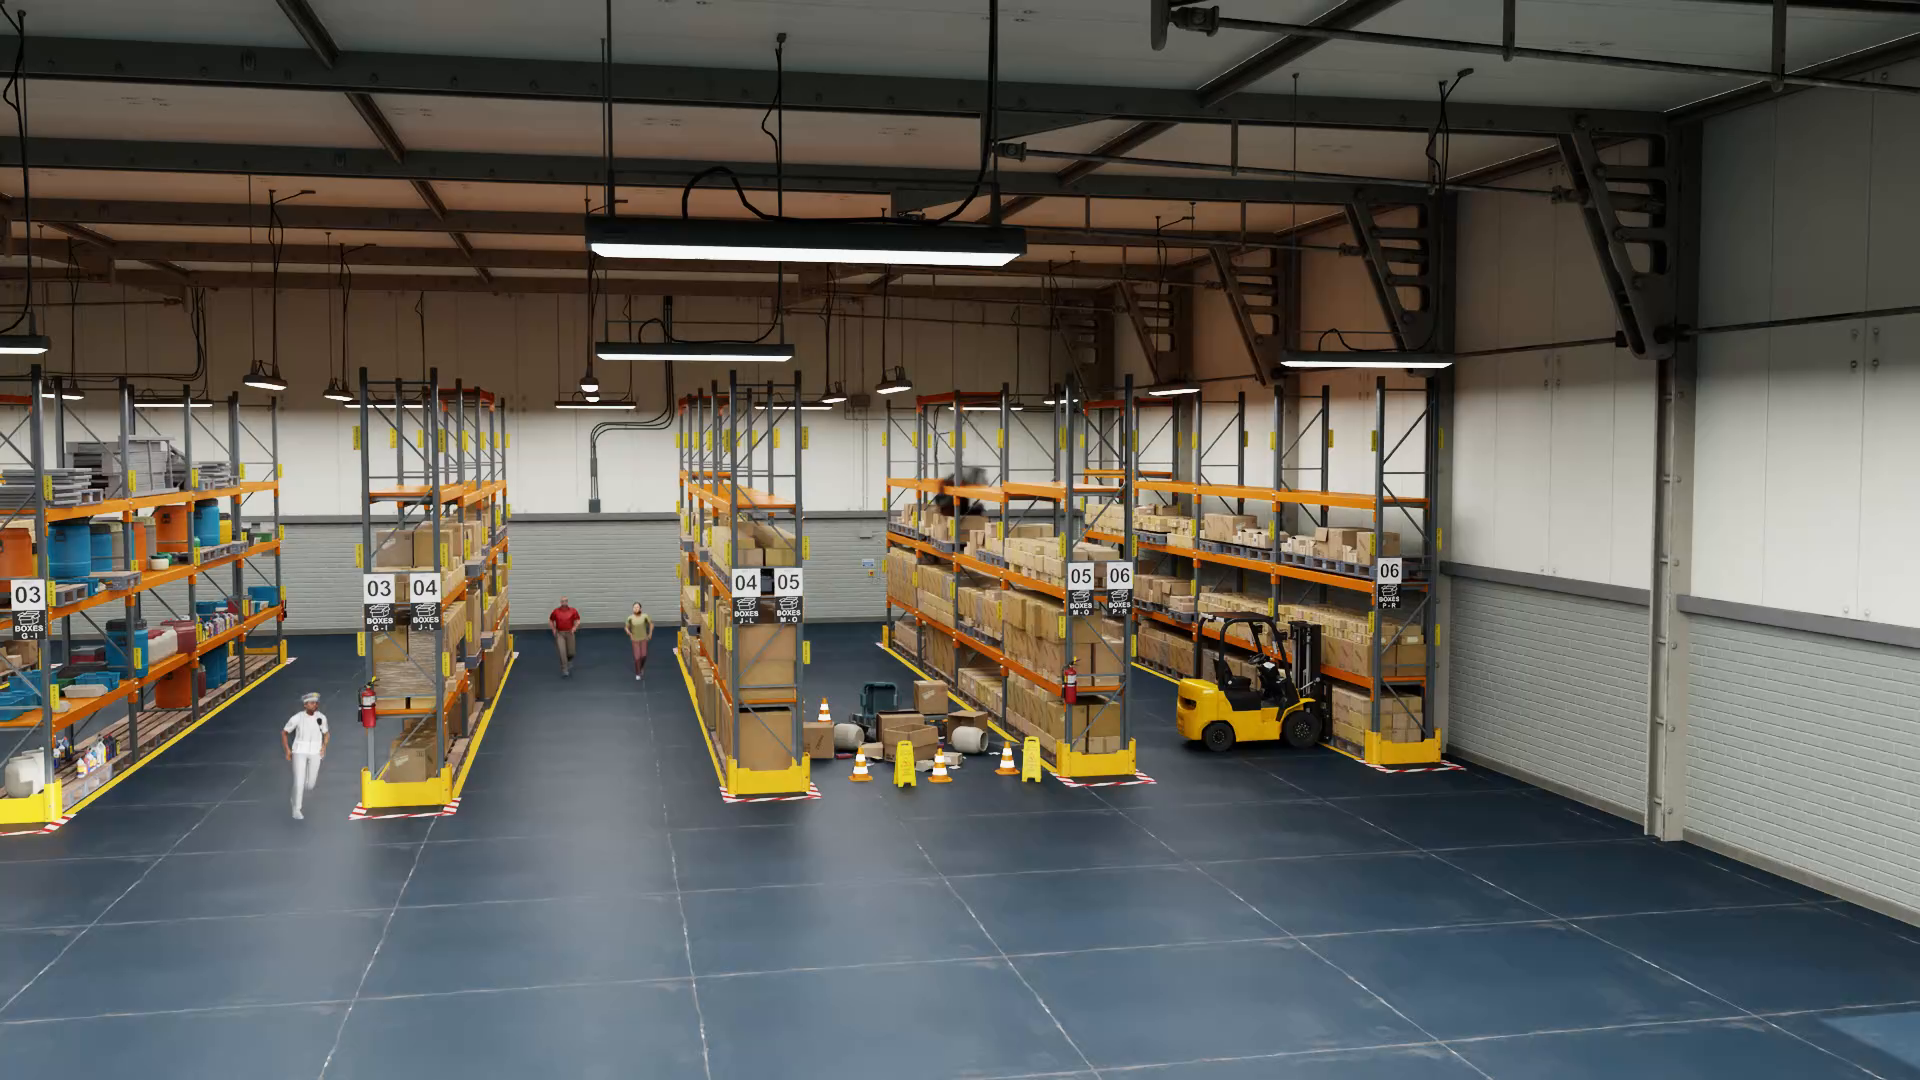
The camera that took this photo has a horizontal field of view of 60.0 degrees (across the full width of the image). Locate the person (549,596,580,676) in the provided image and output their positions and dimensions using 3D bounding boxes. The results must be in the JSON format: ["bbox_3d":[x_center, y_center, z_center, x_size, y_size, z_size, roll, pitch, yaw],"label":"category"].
[{"bbox_3d":[-8.459,2.041,35.603,0.656,1.682,0.664,-1,4,-14],"label":"person"}]

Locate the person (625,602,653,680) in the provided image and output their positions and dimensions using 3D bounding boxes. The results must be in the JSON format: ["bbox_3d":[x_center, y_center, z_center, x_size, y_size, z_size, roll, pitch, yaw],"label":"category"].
[{"bbox_3d":[-6.721,2.090,34.819,0.590,1.572,0.512,-1,3,-10],"label":"person"}]

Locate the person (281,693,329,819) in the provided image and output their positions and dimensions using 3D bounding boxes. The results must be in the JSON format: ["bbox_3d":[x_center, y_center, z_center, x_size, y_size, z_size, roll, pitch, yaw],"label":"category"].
[{"bbox_3d":[-8.781,2.870,22.335,0.619,1.656,0.602,-2,4,-36],"label":"person"}]
